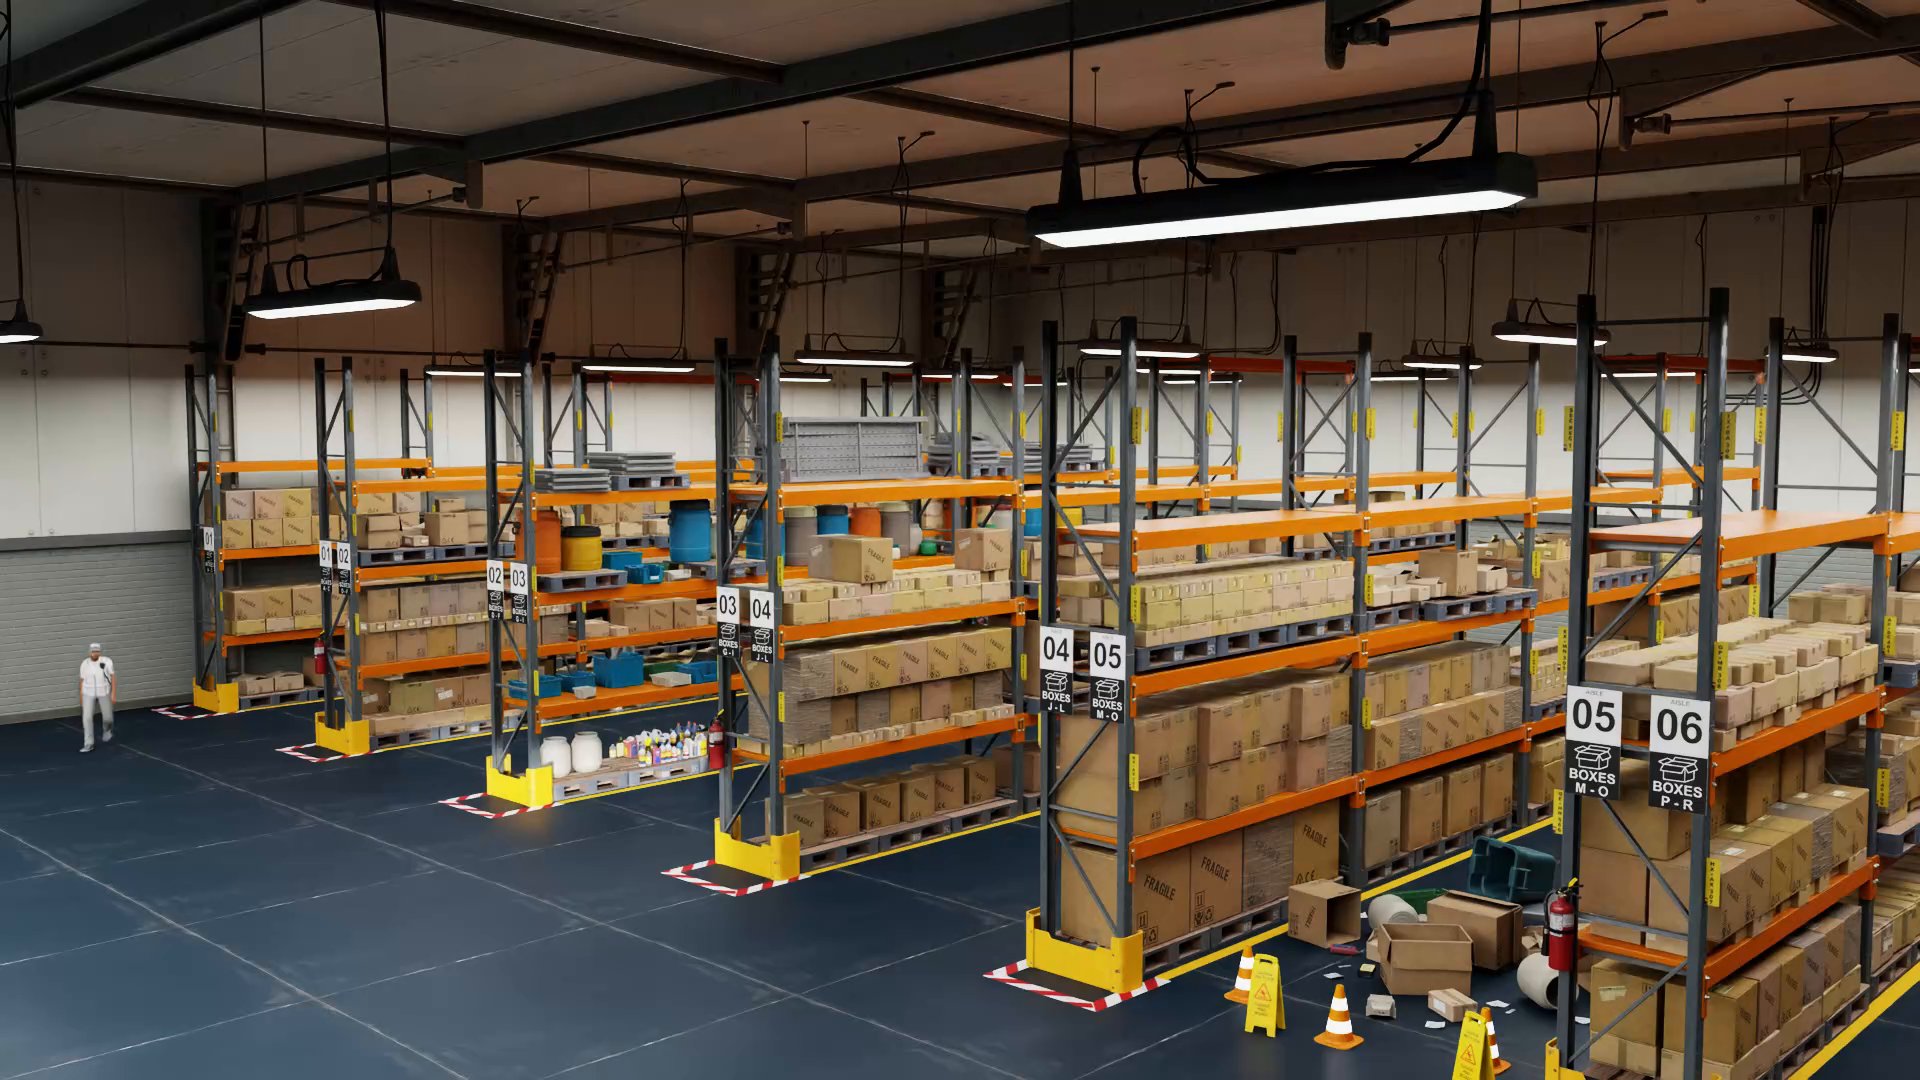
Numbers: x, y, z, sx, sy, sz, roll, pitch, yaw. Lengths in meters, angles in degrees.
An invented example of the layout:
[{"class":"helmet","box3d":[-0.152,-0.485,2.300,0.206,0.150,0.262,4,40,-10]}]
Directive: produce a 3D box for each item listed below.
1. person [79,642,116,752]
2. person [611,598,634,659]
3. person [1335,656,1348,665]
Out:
[{"class":"person","box3d":[-13.270,2.379,25.589,0.523,1.631,0.842,-1,5,-18]},{"class":"person","box3d":[-6.370,1.863,31.713,0.622,1.763,0.703,2,5,30]},{"class":"person","box3d":[5.490,2.509,24.202,0.528,1.624,0.570,2,5,24]}]
